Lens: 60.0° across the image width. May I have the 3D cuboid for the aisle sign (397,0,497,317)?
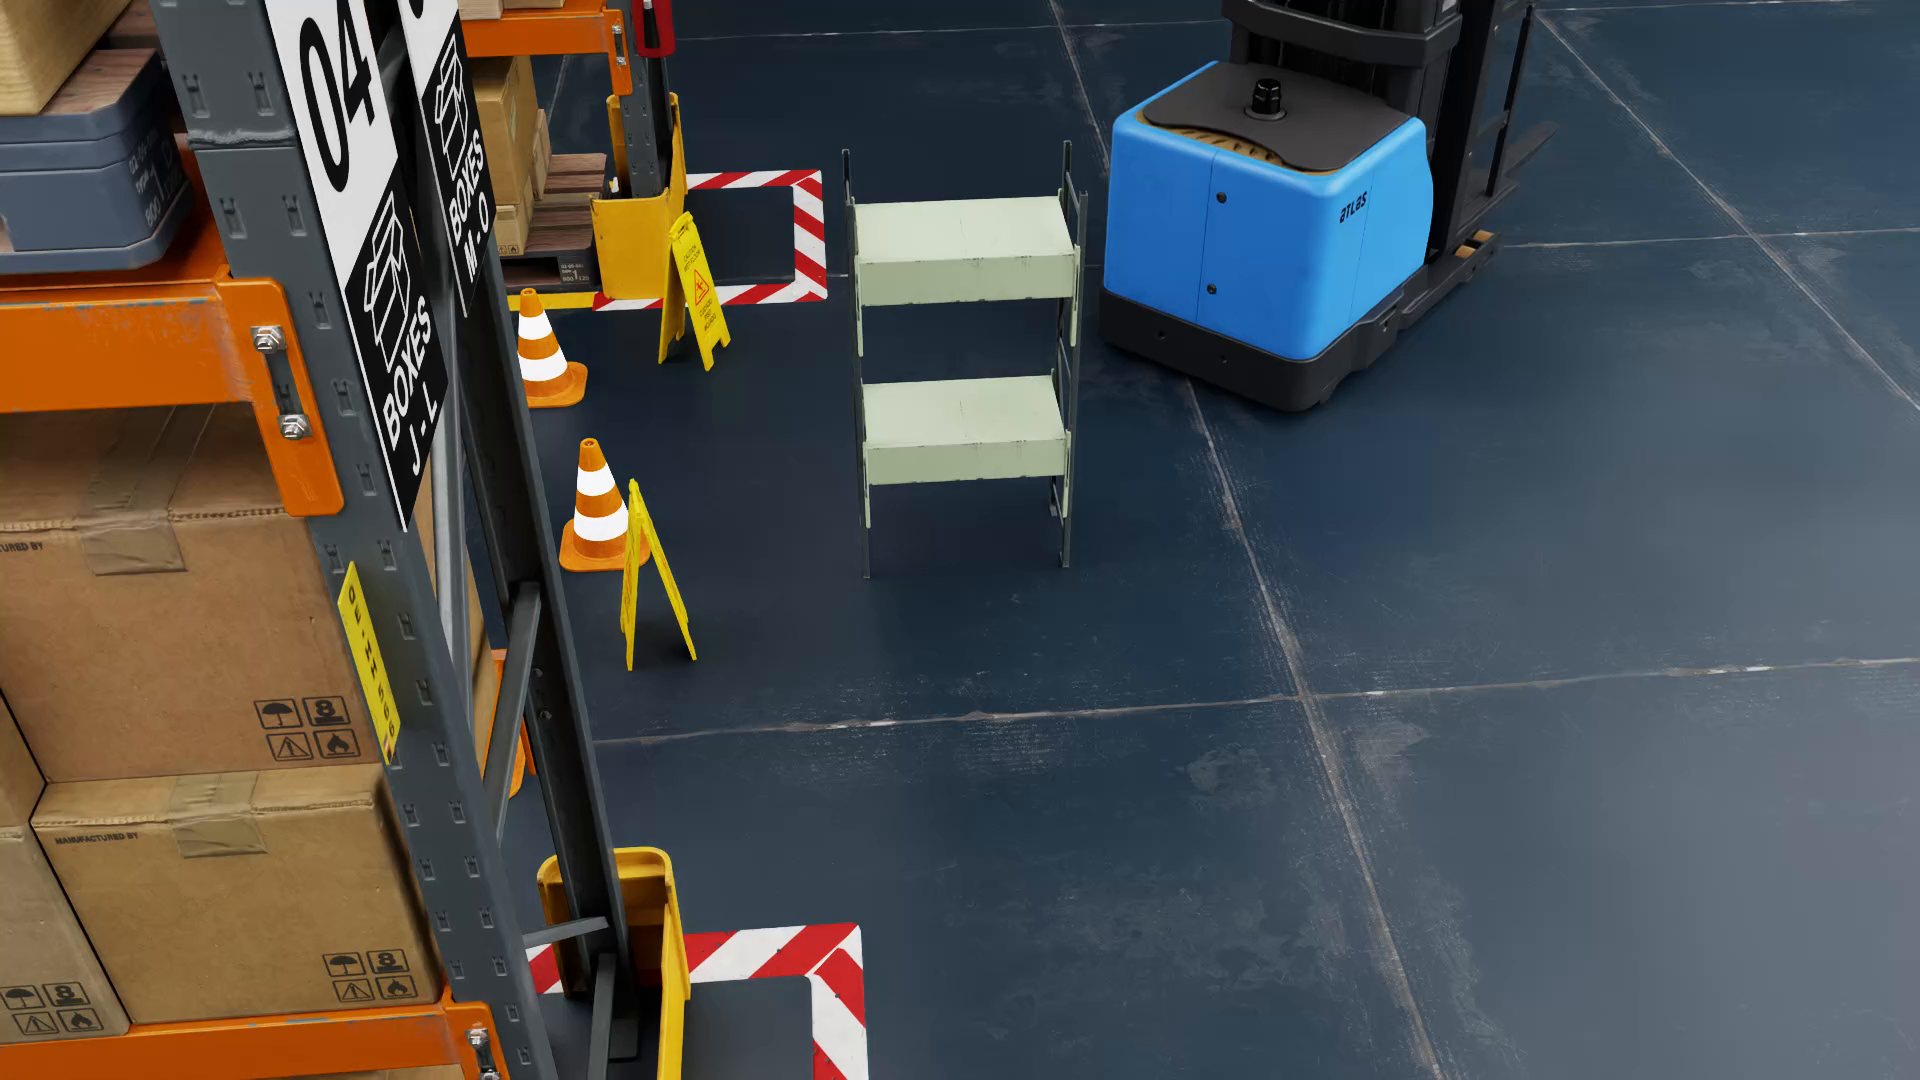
[{"bbox_3d":[-0.864,-0.812,2.759,0.004,0.787,0.394,-3,38,-4],"label":"aisle sign"}]

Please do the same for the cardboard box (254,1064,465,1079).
[{"bbox_3d":[-1.578,1.145,3.754,0.875,0.875,0.875,-3,38,-4],"label":"cardboard box"}]

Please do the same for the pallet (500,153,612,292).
[{"bbox_3d":[-2.335,-1.530,8.018,1.213,0.211,1.003,-3,38,-4],"label":"pallet"}]

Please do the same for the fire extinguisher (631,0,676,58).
[{"bbox_3d":[-1.292,-2.343,6.860,0.183,0.674,0.296,-3,38,-4],"label":"fire extinguisher"}]

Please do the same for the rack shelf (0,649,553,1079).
[{"bbox_3d":[-2.900,0.790,3.408,4.000,0.370,1.077,-3,38,-4],"label":"rack shelf"}]

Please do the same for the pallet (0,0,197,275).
[{"bbox_3d":[-1.646,-0.698,2.363,1.213,0.211,1.003,-3,38,-4],"label":"pallet"}]

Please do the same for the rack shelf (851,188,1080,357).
[{"bbox_3d":[0.007,-0.896,5.544,0.720,0.370,0.431,-3,38,-4],"label":"rack shelf"}]

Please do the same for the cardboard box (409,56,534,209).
[{"bbox_3d":[-2.222,-1.826,7.418,0.500,0.500,0.500,-3,38,-4],"label":"cardboard box"}]

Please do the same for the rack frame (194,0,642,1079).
[{"bbox_3d":[-0.908,0.397,3.325,0.127,3.000,1.000,-3,38,-4],"label":"rack frame"}]

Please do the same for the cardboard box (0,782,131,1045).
[{"bbox_3d":[-1.820,0.430,3.162,0.550,0.550,0.875,-3,38,-4],"label":"cardboard box"}]

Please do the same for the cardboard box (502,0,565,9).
[{"bbox_3d":[-1.801,-2.400,7.073,0.250,0.149,0.380,-2,38,-2],"label":"cardboard box"}]

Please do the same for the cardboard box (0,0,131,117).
[{"bbox_3d":[-1.209,-0.658,2.024,0.250,0.149,0.380,-3,38,-4],"label":"cardboard box"}]

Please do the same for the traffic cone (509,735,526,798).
[{"bbox_3d":[-1.563,0.546,5.184,0.334,0.463,0.336,-3,38,-4],"label":"traffic cone"}]

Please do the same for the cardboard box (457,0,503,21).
[{"bbox_3d":[-2.043,-2.318,6.969,0.250,0.149,0.380,-4,38,-5],"label":"cardboard box"}]

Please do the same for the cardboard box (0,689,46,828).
[{"bbox_3d":[-1.821,-0.002,2.838,0.550,0.550,0.875,-3,38,-4],"label":"cardboard box"}]

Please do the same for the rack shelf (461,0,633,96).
[{"bbox_3d":[-3.439,-2.259,7.272,4.000,0.370,1.077,-3,38,-4],"label":"rack shelf"}]

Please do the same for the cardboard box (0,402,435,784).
[{"bbox_3d":[-1.281,-0.089,2.948,0.550,0.550,0.875,-3,38,-4],"label":"cardboard box"}]

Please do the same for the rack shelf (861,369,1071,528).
[{"bbox_3d":[0.007,-0.333,5.988,0.720,0.370,0.431,-3,38,-4],"label":"rack shelf"}]

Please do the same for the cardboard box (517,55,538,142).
[{"bbox_3d":[-2.299,-2.156,7.836,0.500,0.500,0.500,-4,38,-5],"label":"cardboard box"}]

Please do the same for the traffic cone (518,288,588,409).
[{"bbox_3d":[-1.761,-0.836,6.936,0.334,0.463,0.336,-3,38,-4],"label":"traffic cone"}]

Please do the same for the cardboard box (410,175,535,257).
[{"bbox_3d":[-2.252,-1.525,7.642,0.500,0.250,0.500,-3,38,-4],"label":"cardboard box"}]

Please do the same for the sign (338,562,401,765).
[{"bbox_3d":[-0.874,0.185,2.467,0.005,0.325,0.100,-3,38,-4],"label":"sign"}]

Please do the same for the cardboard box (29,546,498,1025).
[{"bbox_3d":[-1.274,0.387,3.217,0.550,0.550,0.875,-3,38,-4],"label":"cardboard box"}]

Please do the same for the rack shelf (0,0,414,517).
[{"bbox_3d":[-2.900,-0.388,2.479,4.000,0.370,1.077,-3,38,-4],"label":"rack shelf"}]

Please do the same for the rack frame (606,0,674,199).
[{"bbox_3d":[-1.447,-2.651,7.188,0.127,3.000,1.000,-3,38,-4],"label":"rack frame"}]

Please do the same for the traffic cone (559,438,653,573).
[{"bbox_3d":[-1.324,-0.170,6.091,0.334,0.463,0.336,-3,38,-4],"label":"traffic cone"}]

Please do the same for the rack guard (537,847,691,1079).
[{"bbox_3d":[-0.884,1.377,4.101,0.348,0.500,1.175,-3,38,-4],"label":"rack guard"}]

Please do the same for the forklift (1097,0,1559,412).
[{"bbox_3d":[1.908,-2.529,7.088,1.130,2.935,3.031,26,45,29],"label":"forklift"}]

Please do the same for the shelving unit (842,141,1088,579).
[{"bbox_3d":[0.007,-0.589,5.786,0.755,1.500,0.431,-3,38,-4],"label":"shelving unit"}]

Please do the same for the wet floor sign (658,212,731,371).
[{"bbox_3d":[-1.163,-1.077,7.094,0.232,0.644,0.267,9,39,12],"label":"wet floor sign"}]

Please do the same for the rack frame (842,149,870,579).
[{"bbox_3d":[-0.358,-0.569,5.760,0.023,1.500,0.400,-3,38,-4],"label":"rack frame"}]

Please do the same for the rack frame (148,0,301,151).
[{"bbox_3d":[-0.908,-1.958,1.466,0.127,3.000,1.000,-3,38,-4],"label":"rack frame"}]

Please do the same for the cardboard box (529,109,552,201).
[{"bbox_3d":[-2.275,-1.863,8.070,0.500,0.250,0.500,-3,38,-4],"label":"cardboard box"}]

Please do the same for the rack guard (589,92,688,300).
[{"bbox_3d":[-1.523,-1.666,7.957,0.348,0.500,1.175,-3,38,-4],"label":"rack guard"}]

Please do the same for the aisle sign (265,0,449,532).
[{"bbox_3d":[-0.811,-0.442,2.290,0.004,0.787,0.394,-3,38,-4],"label":"aisle sign"}]

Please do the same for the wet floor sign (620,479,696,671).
[{"bbox_3d":[-1.055,0.098,5.604,0.232,0.644,0.267,-9,39,-12],"label":"wet floor sign"}]

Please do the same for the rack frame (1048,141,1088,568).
[{"bbox_3d":[0.371,-0.609,5.811,0.023,1.500,0.400,-3,38,-4],"label":"rack frame"}]
